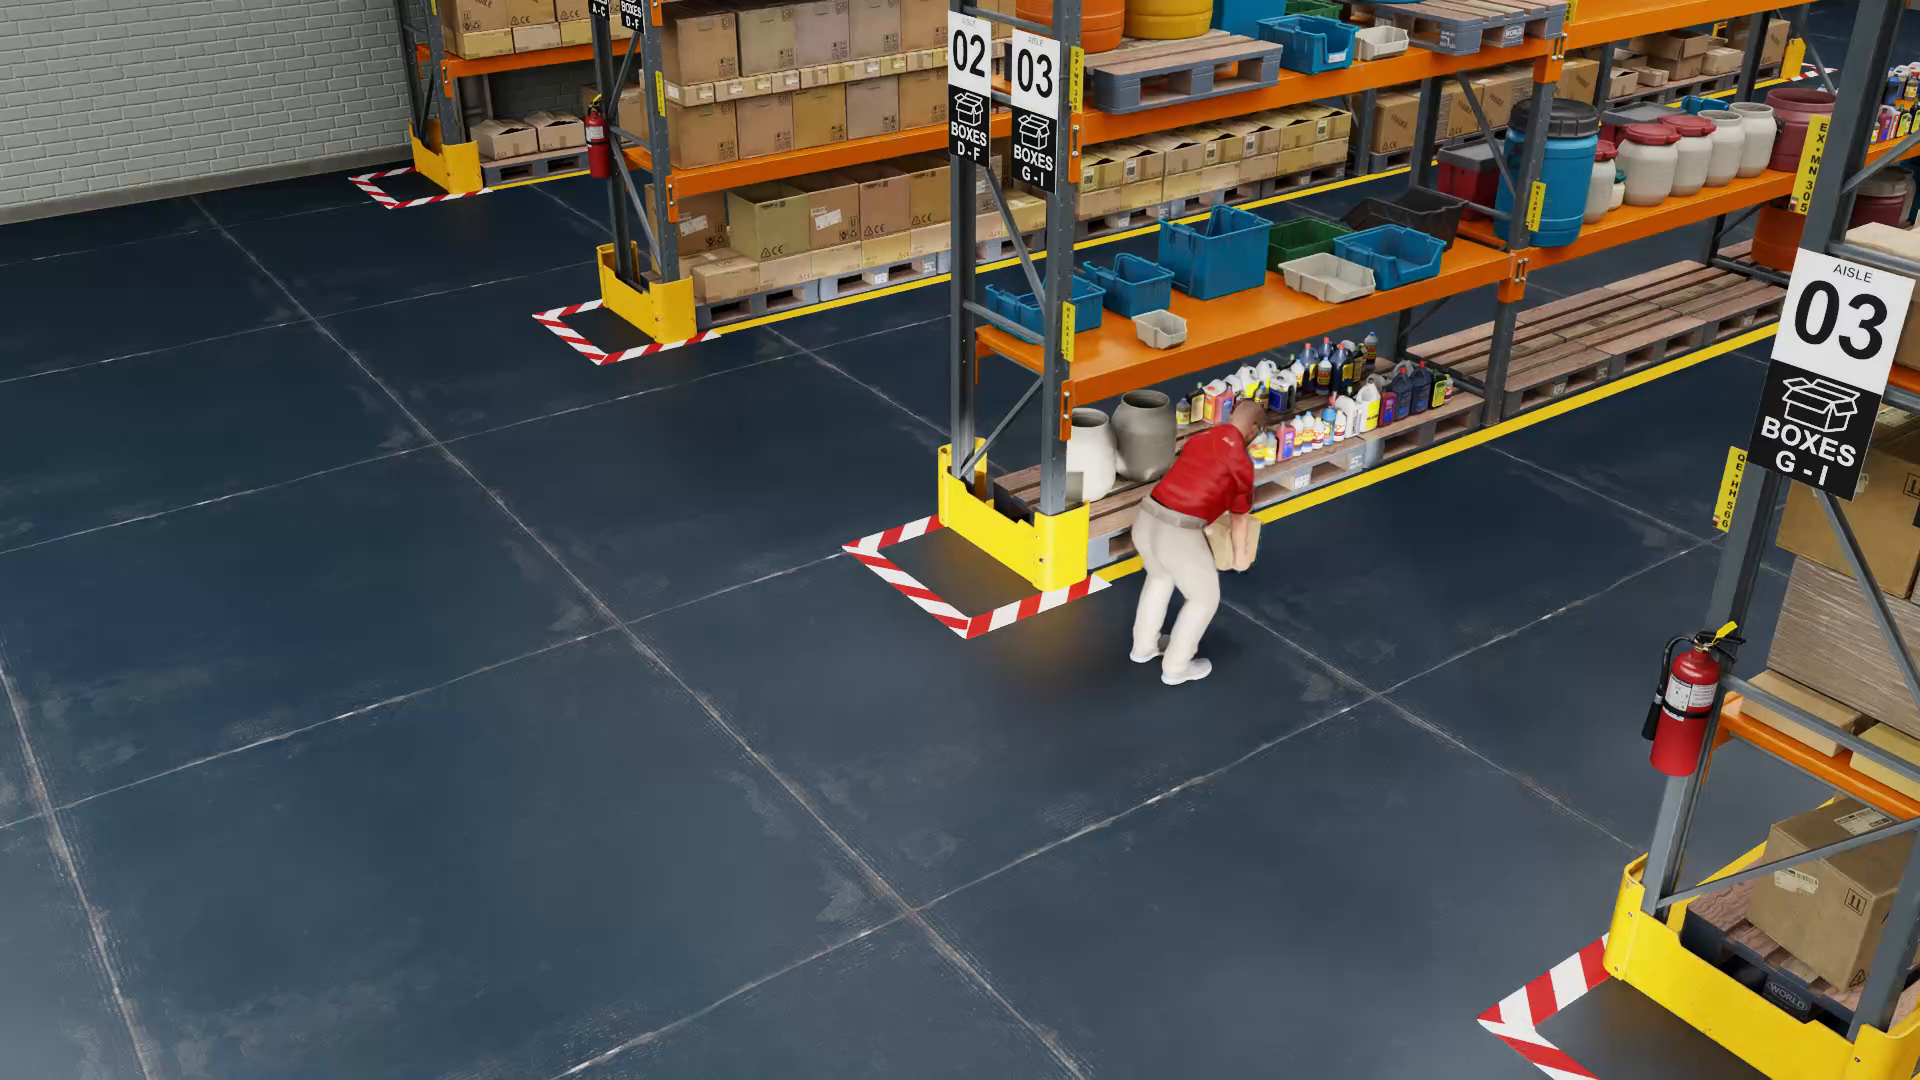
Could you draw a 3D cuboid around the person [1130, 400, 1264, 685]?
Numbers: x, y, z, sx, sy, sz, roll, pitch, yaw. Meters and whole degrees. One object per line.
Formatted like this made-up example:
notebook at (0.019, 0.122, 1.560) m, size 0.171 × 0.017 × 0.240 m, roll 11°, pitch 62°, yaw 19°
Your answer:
person at (1.319, 0.029, 8.969) m, size 0.741 × 1.372 × 0.486 m, roll -20°, pitch 34°, yaw -32°
